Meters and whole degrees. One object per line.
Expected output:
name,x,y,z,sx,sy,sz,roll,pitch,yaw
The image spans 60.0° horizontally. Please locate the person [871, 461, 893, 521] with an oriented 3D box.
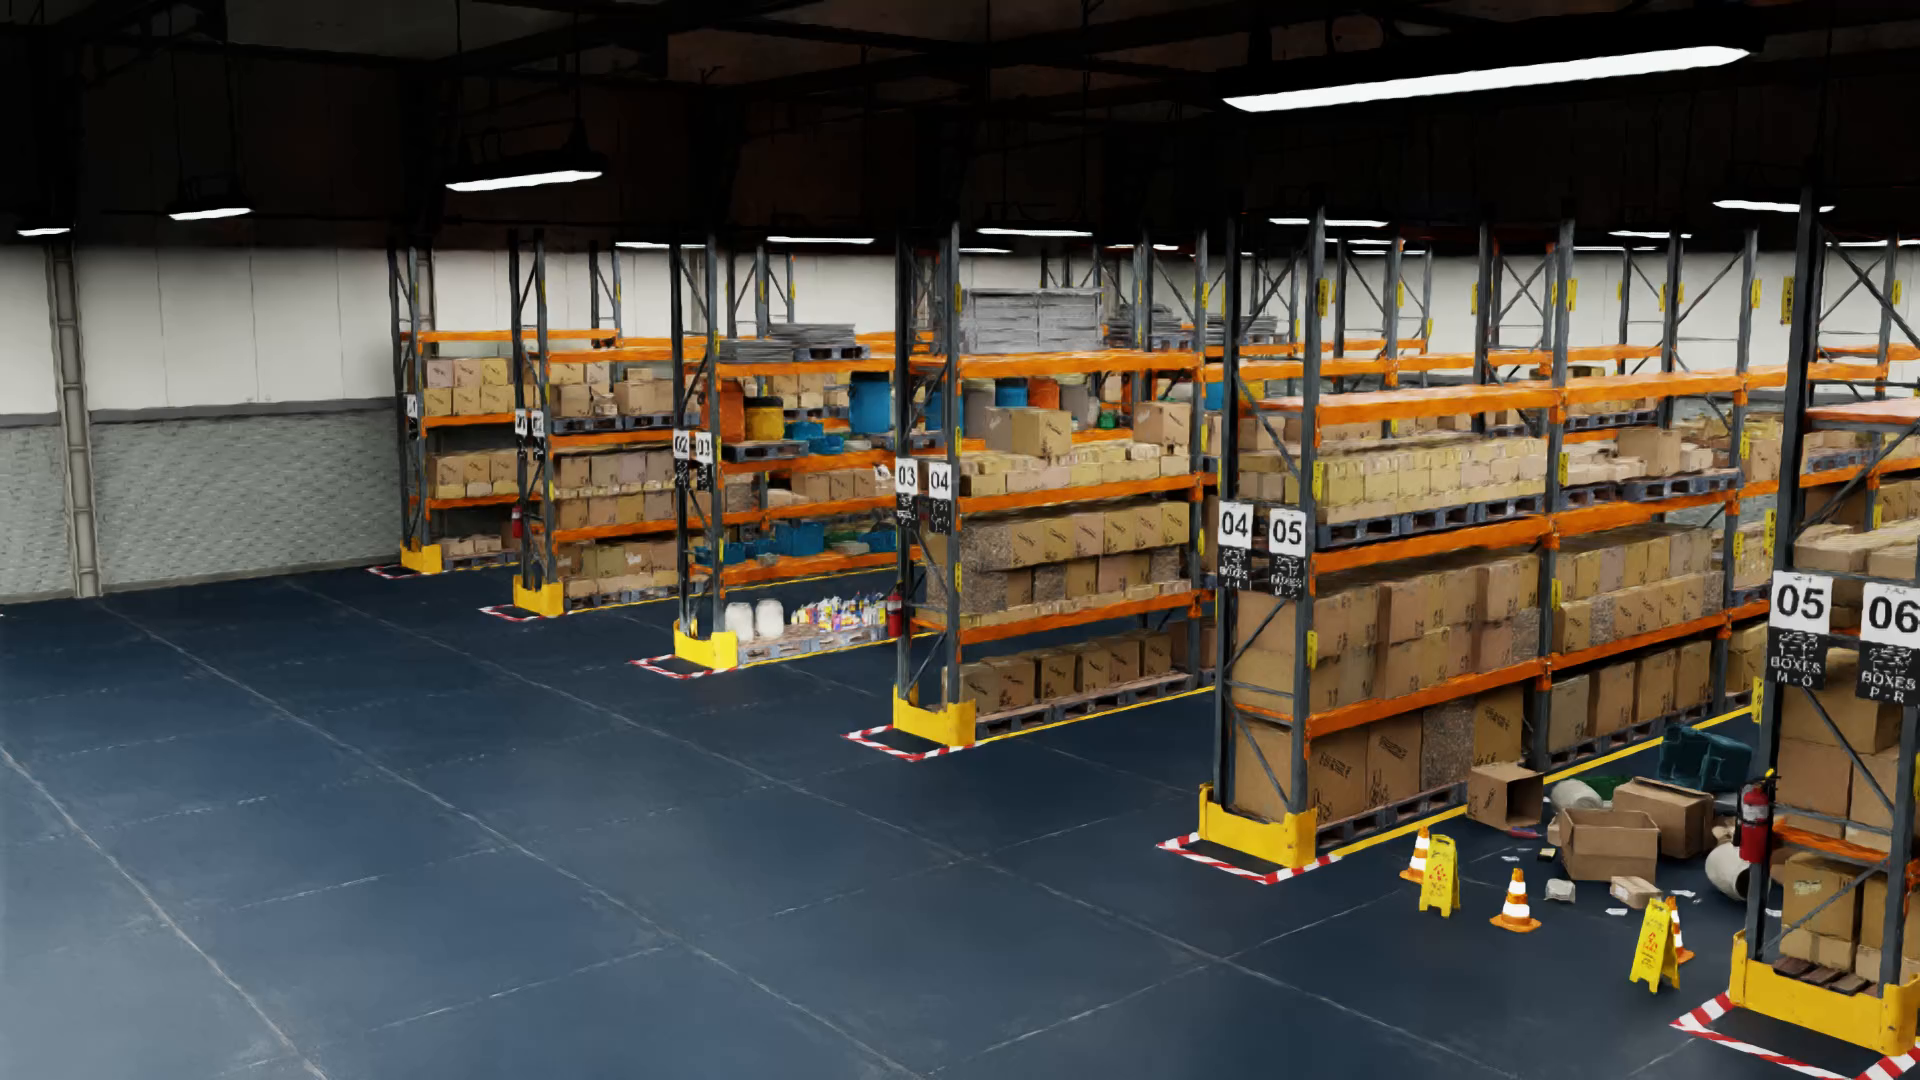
person,-1.662,-1.036,35.214,0.526,1.625,0.592,-8,12,-42
